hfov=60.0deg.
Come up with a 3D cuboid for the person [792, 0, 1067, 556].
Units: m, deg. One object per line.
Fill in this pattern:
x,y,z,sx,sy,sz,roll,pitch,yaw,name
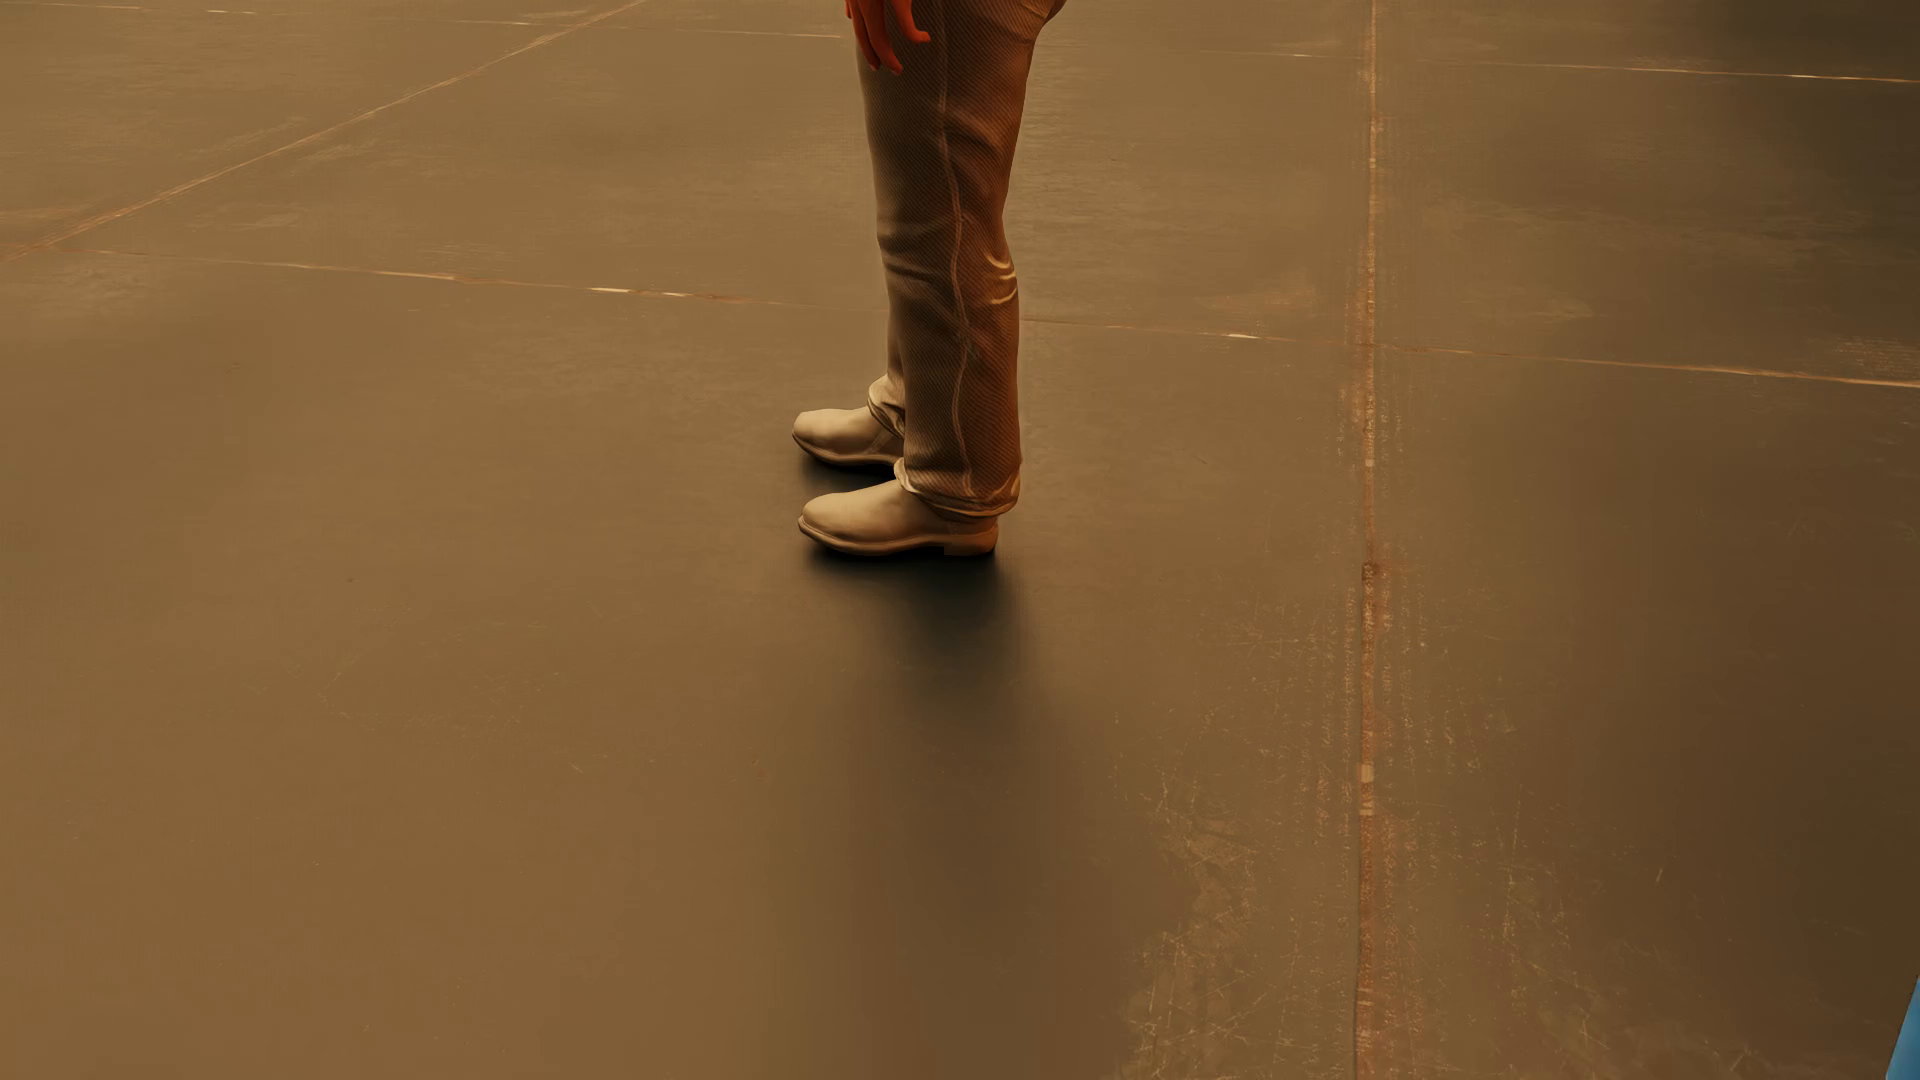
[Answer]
-0.061,-0.808,2.116,0.565,1.776,0.634,6,27,11,person
